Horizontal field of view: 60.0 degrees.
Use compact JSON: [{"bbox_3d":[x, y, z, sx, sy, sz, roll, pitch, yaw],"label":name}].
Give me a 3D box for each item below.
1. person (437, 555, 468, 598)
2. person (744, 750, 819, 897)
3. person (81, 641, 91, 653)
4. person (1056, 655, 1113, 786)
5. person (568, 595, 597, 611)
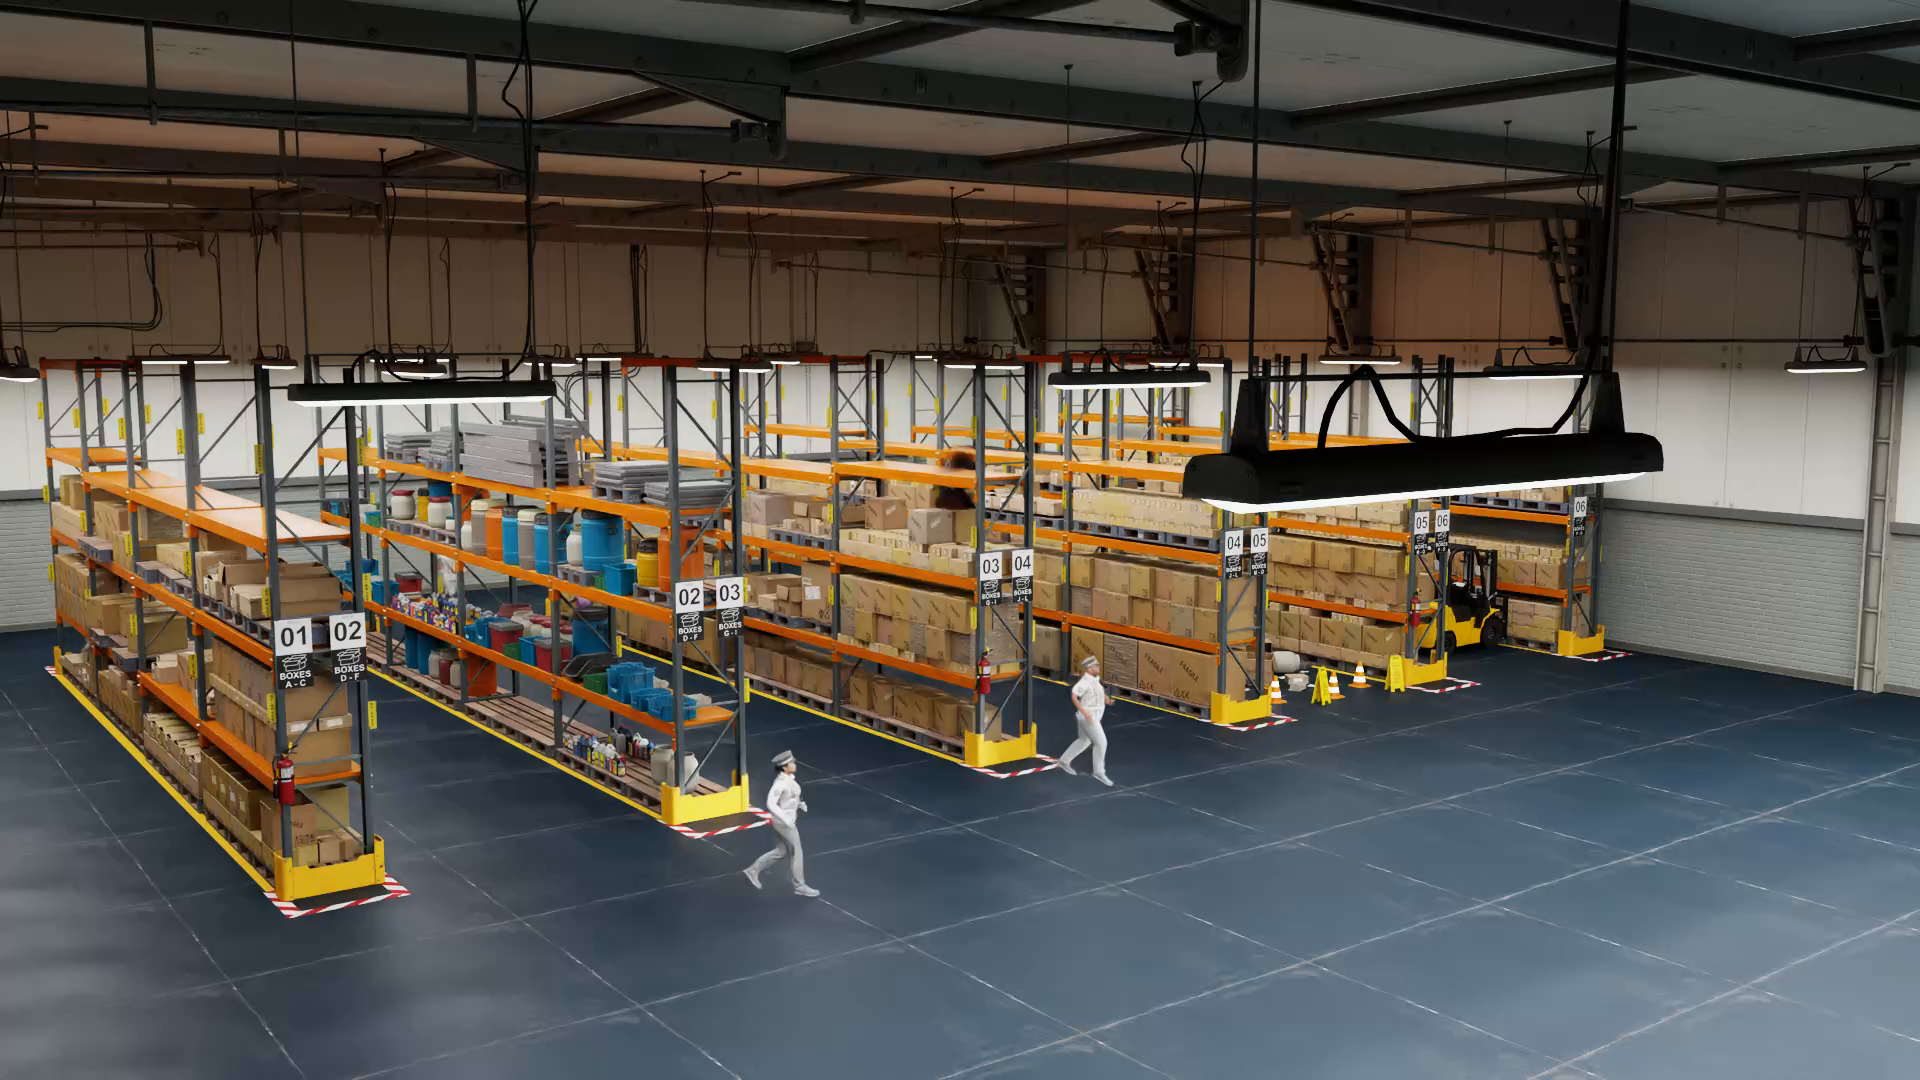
[{"bbox_3d":[-11.501,0.947,37.559,0.818,1.806,0.667,-3,7,-24],"label":"person"},{"bbox_3d":[-2.020,3.207,18.885,0.831,1.694,0.610,0,7,-3],"label":"person"},{"bbox_3d":[-16.966,1.548,32.976,0.907,1.682,0.626,-3,8,-26],"label":"person"},{"bbox_3d":[1.771,2.534,23.546,0.821,1.848,0.651,1,7,9],"label":"person"},{"bbox_3d":[-7.444,1.603,32.904,0.506,1.599,1.034,-6,9,-40],"label":"person"}]
